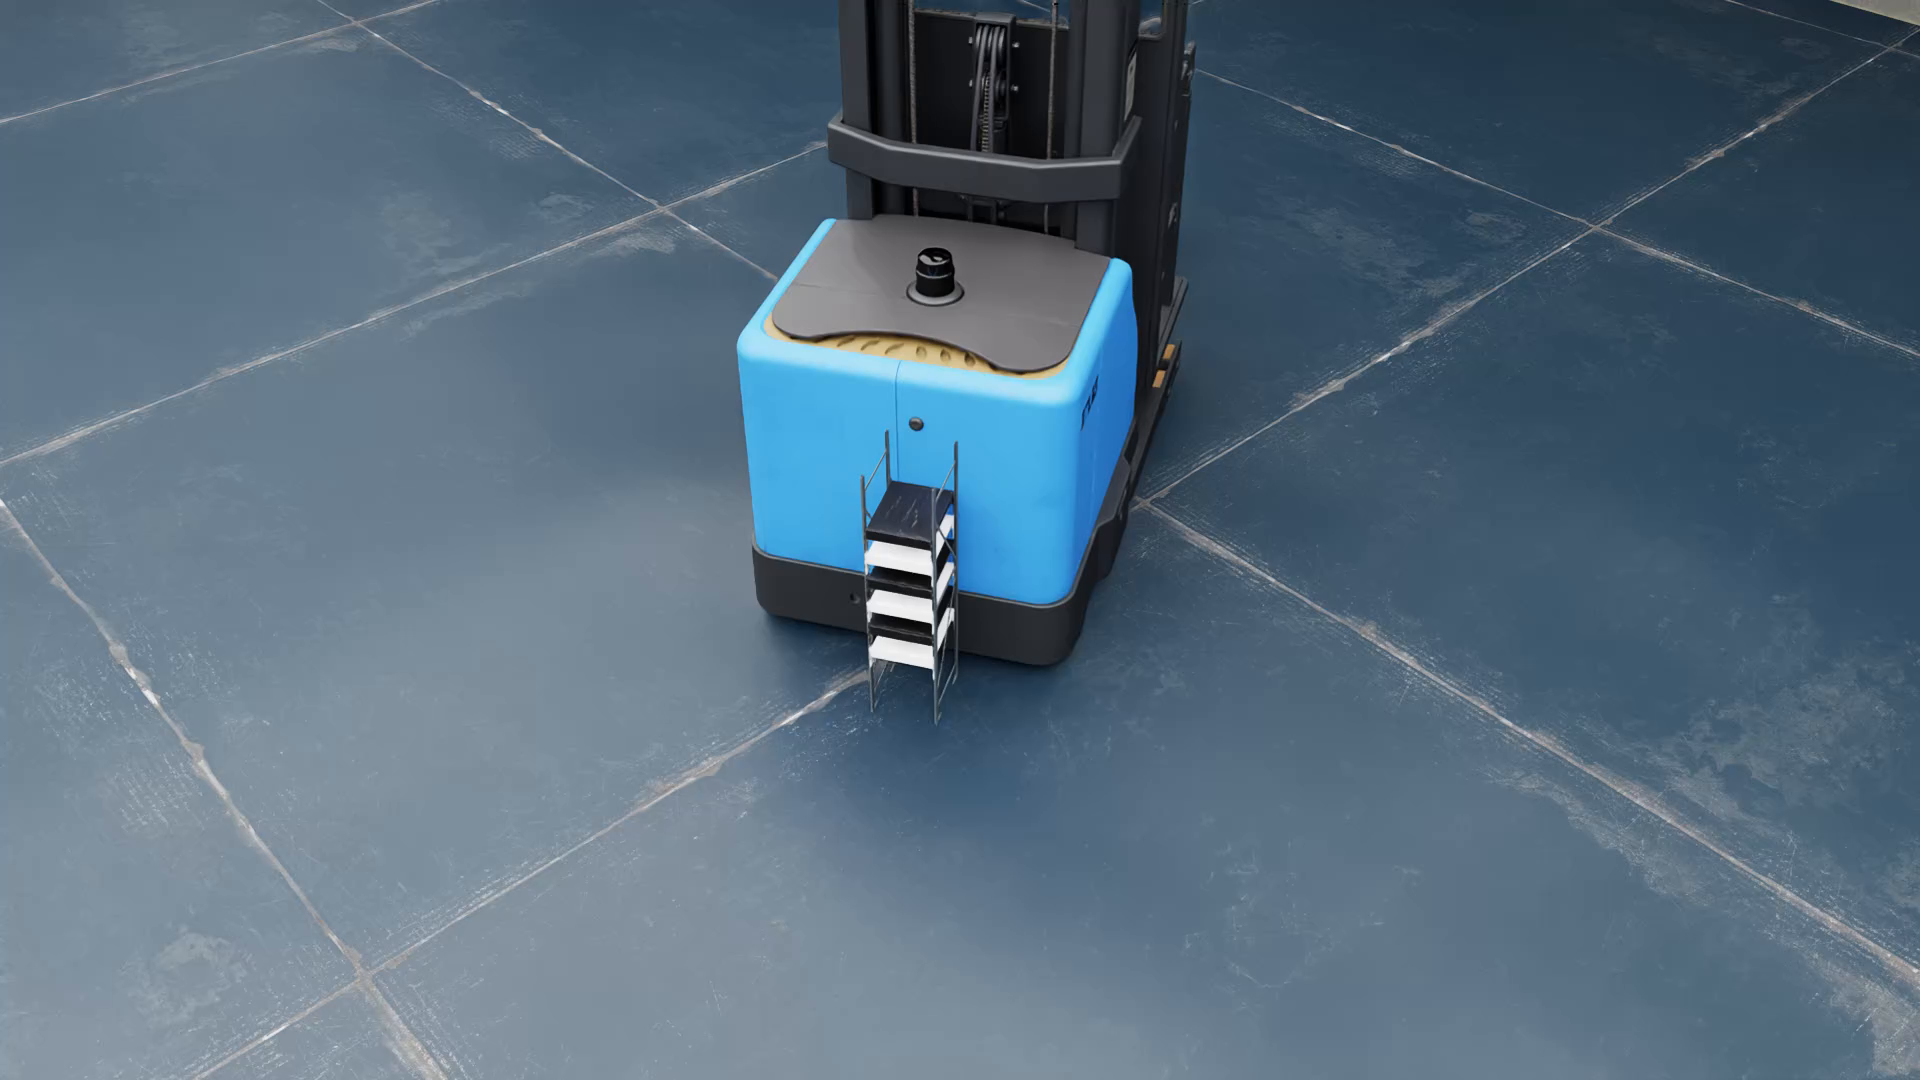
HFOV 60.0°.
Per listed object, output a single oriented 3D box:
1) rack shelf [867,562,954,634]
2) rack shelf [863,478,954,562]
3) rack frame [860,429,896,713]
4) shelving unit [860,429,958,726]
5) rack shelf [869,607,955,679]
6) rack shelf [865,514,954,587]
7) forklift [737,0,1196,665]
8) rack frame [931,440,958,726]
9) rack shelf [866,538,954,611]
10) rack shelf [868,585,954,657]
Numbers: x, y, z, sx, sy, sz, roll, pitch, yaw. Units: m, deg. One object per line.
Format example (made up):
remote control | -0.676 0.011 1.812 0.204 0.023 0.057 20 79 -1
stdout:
rack shelf | -0.139 0.151 4.899 0.200 0.077 0.258 10 40 12
rack shelf | -0.139 -0.059 4.729 0.200 0.077 0.258 10 40 12
rack frame | -0.237 0.108 4.900 0.006 0.900 0.240 10 40 12
shelving unit | -0.139 0.125 4.878 0.210 0.900 0.258 10 40 12
rack shelf | -0.139 0.291 5.012 0.200 0.077 0.258 10 40 12
rack shelf | -0.139 0.011 4.786 0.200 0.077 0.258 10 40 12
forklift | 0.235 -1.684 5.503 1.130 2.935 3.031 10 40 12
rack frame | -0.041 0.143 4.857 0.006 0.900 0.240 10 40 12
rack shelf | -0.139 0.081 4.843 0.200 0.077 0.258 10 40 12
rack shelf | -0.139 0.221 4.956 0.200 0.077 0.258 10 40 12
